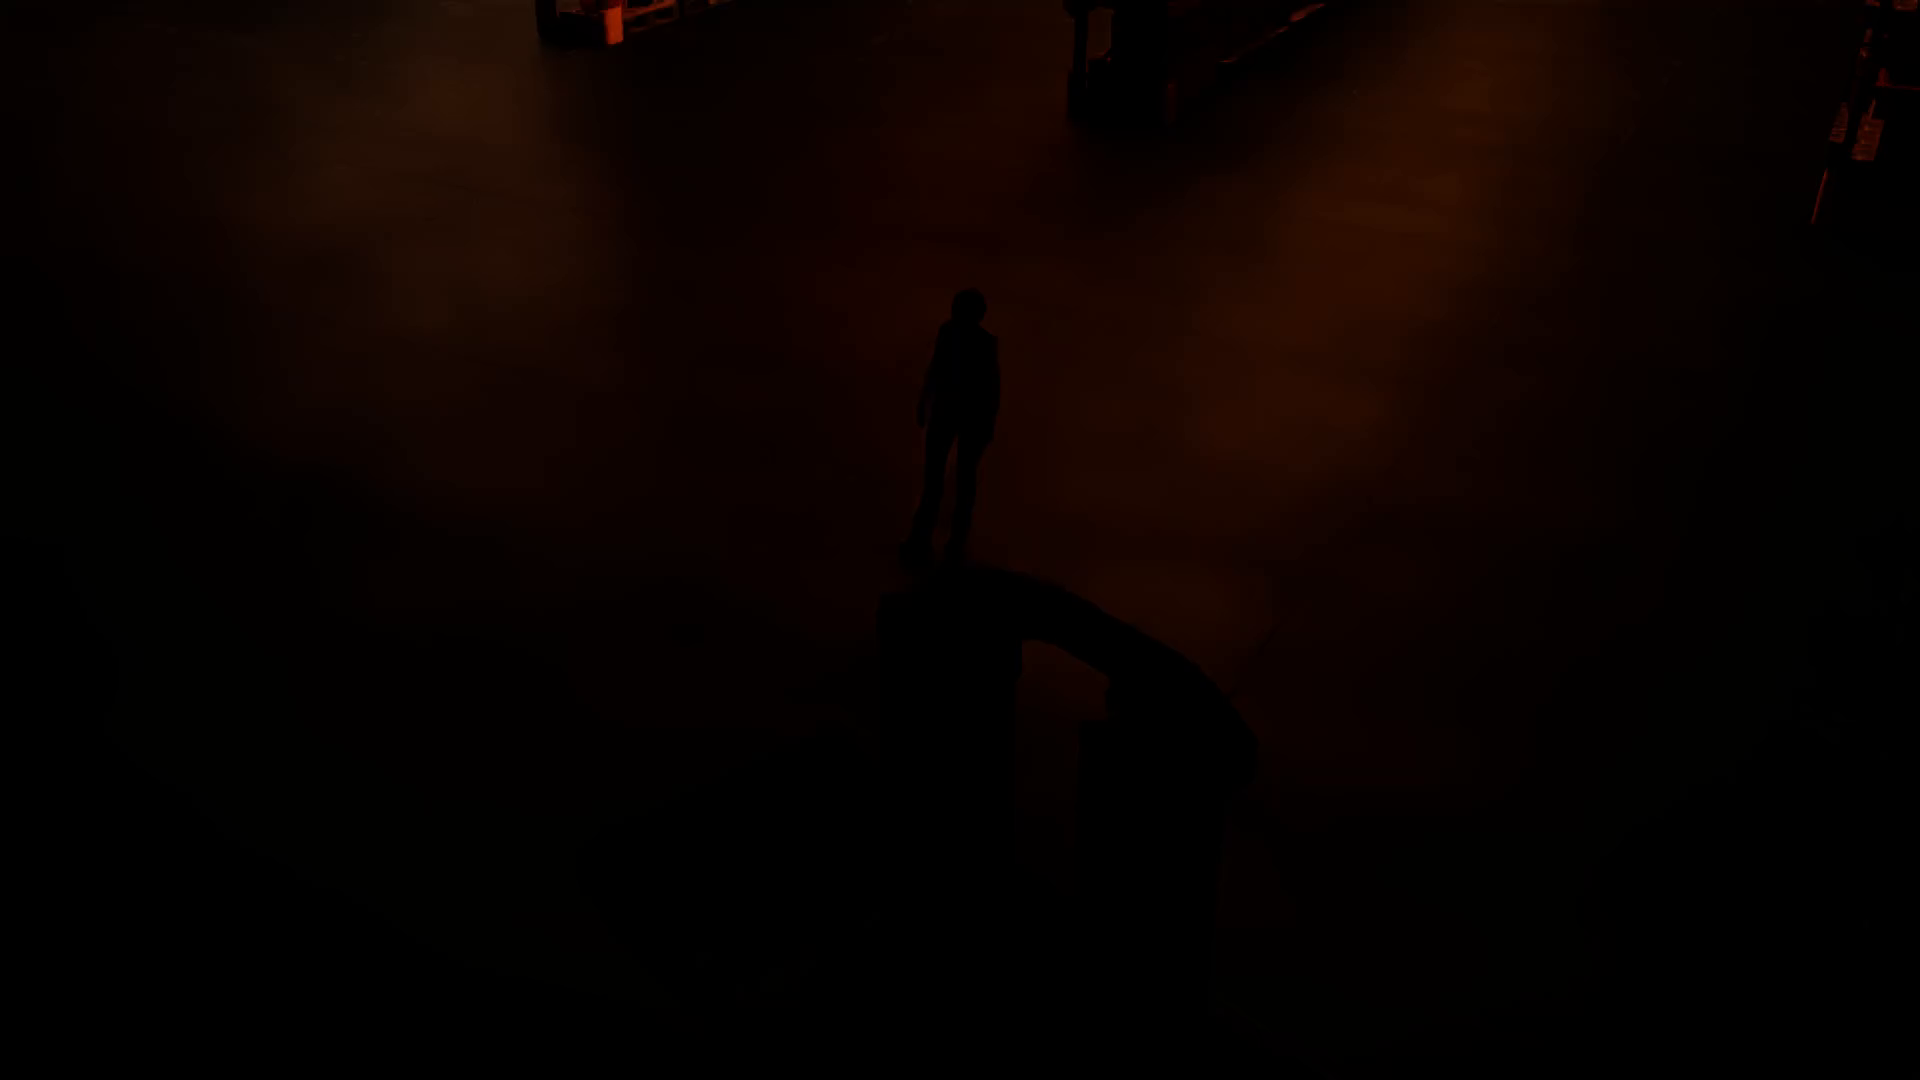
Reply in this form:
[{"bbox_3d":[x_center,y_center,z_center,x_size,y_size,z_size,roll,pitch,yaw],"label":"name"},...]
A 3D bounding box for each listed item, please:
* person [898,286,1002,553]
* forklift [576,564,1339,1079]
[{"bbox_3d":[-0.048,-0.669,9.550,0.521,1.597,0.474,15,33,25],"label":"person"},{"bbox_3d":[-0.194,1.647,4.217,3.031,2.935,1.130,-24,37,-35],"label":"forklift"}]
